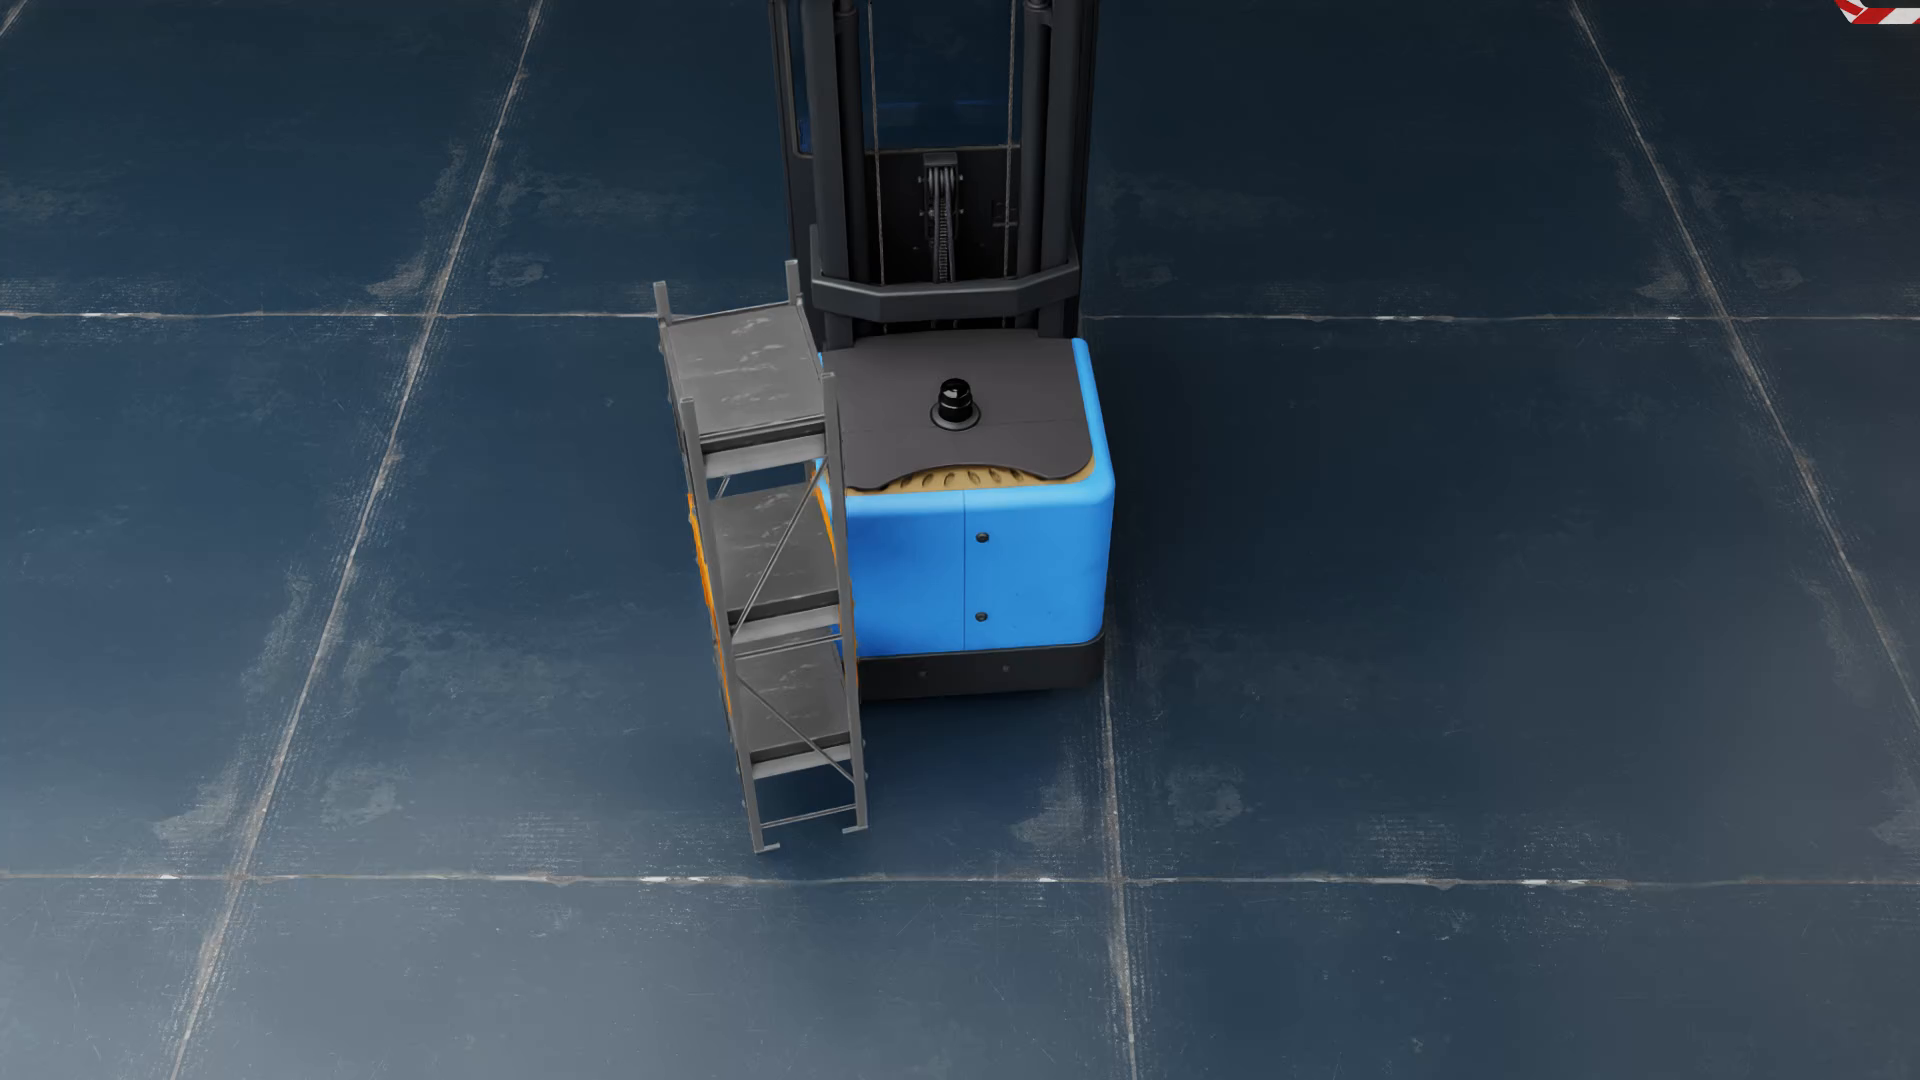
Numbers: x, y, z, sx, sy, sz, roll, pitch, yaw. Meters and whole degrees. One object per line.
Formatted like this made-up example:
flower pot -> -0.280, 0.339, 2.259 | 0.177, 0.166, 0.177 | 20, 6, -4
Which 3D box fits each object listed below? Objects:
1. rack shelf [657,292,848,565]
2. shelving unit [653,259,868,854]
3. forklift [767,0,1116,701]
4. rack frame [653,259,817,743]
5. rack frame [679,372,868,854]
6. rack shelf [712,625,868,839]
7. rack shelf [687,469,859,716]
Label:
rack shelf -> -0.579, -0.314, 4.670 | 0.431, 0.518, 0.480 | -11, 48, -10
shelving unit -> -0.579, 0.153, 5.173 | 0.431, 2.100, 0.503 | -11, 48, -10
forklift -> -0.106, -1.486, 6.131 | 1.130, 2.935, 3.031 | -3, 47, -3
rack frame -> -0.643, -0.019, 5.333 | 0.400, 2.100, 0.015 | -11, 48, -10
rack frame -> -0.516, 0.326, 5.012 | 0.400, 2.100, 0.015 | -11, 48, -10
rack shelf -> -0.579, 0.640, 5.695 | 0.431, 0.518, 0.480 | -11, 48, -10
rack shelf -> -0.579, 0.163, 5.183 | 0.431, 0.518, 0.480 | -11, 48, -10
